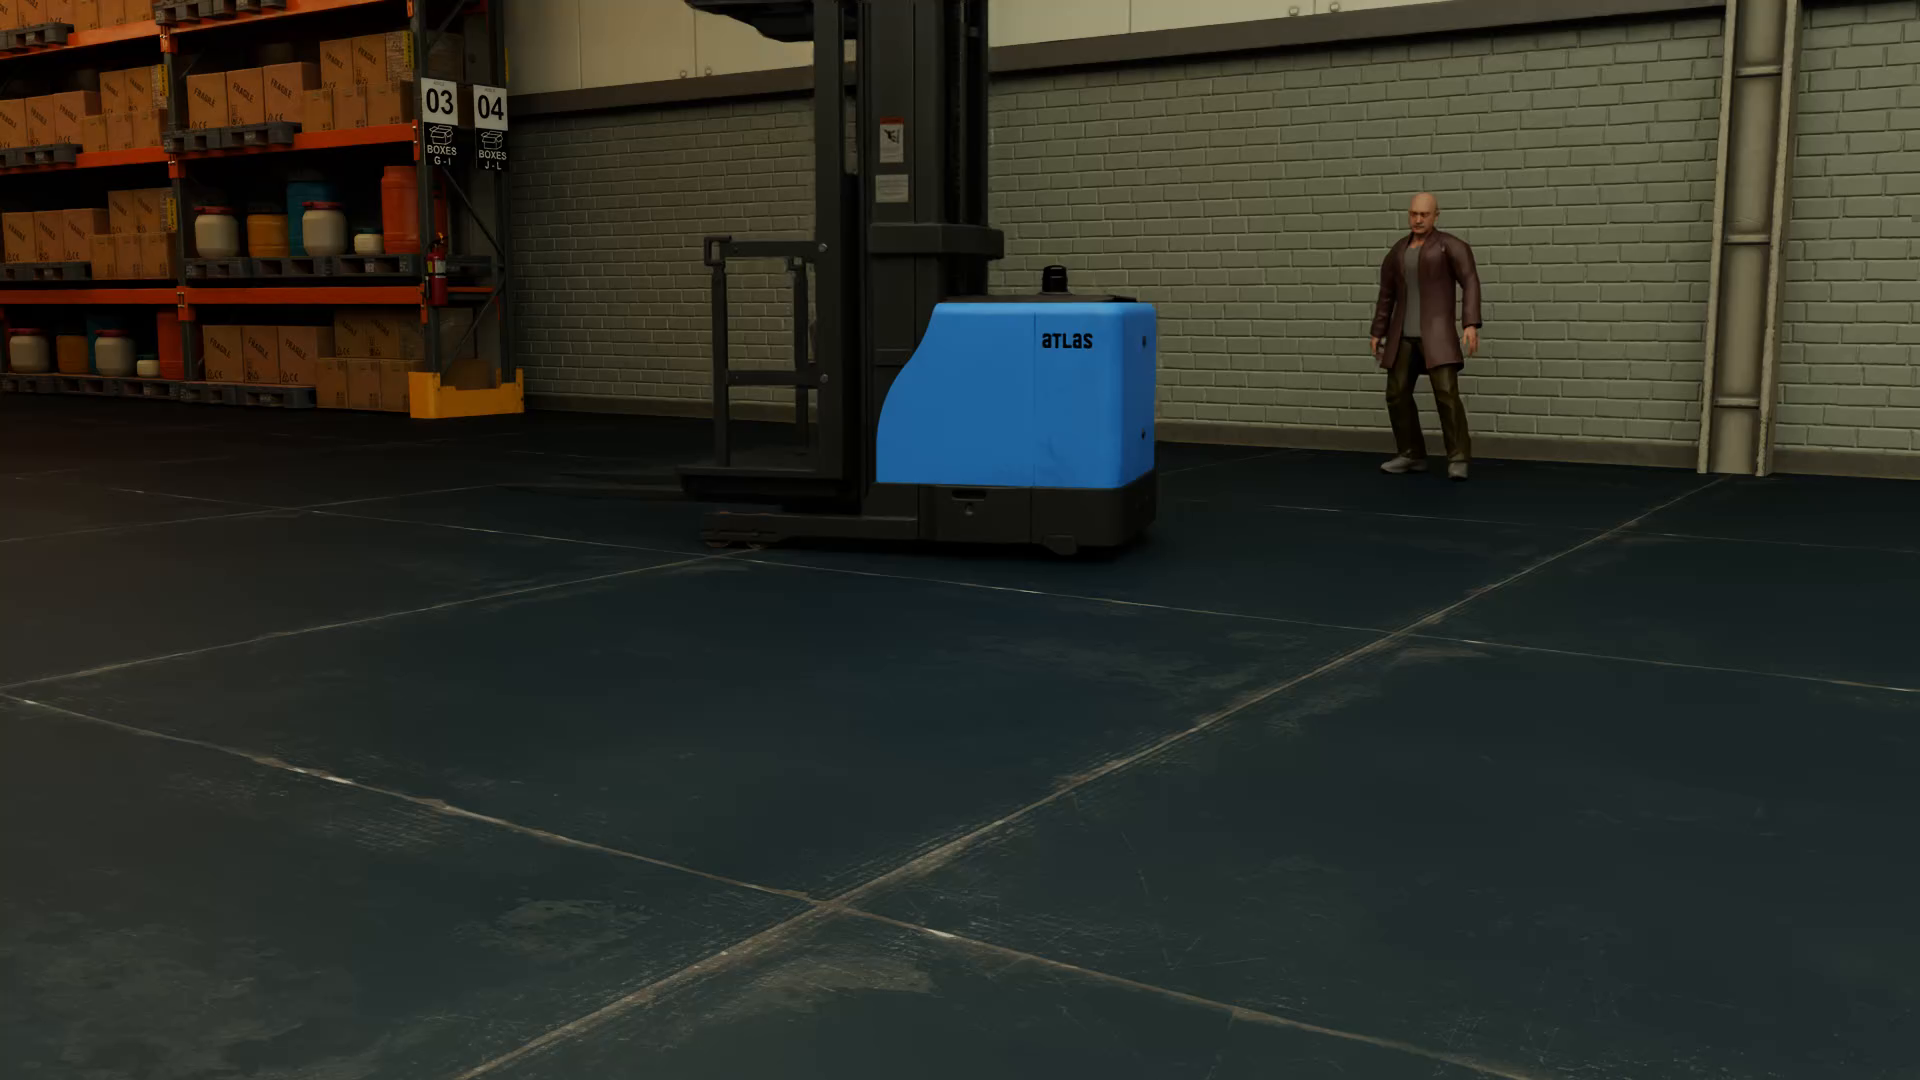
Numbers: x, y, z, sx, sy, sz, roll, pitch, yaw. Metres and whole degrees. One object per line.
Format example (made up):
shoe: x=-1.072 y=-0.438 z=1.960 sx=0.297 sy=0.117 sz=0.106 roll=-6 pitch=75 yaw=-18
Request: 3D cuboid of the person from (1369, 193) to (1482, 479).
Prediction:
person: x=2.902 y=-1.286 z=10.435 sx=0.436 sy=1.751 sz=0.838 roll=-8 pitch=11 yaw=-44

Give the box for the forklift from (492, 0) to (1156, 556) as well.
forklift: x=-0.660 y=-1.476 z=7.574 sx=3.031 sy=2.935 sz=1.130 roll=2 pitch=8 yaw=15
